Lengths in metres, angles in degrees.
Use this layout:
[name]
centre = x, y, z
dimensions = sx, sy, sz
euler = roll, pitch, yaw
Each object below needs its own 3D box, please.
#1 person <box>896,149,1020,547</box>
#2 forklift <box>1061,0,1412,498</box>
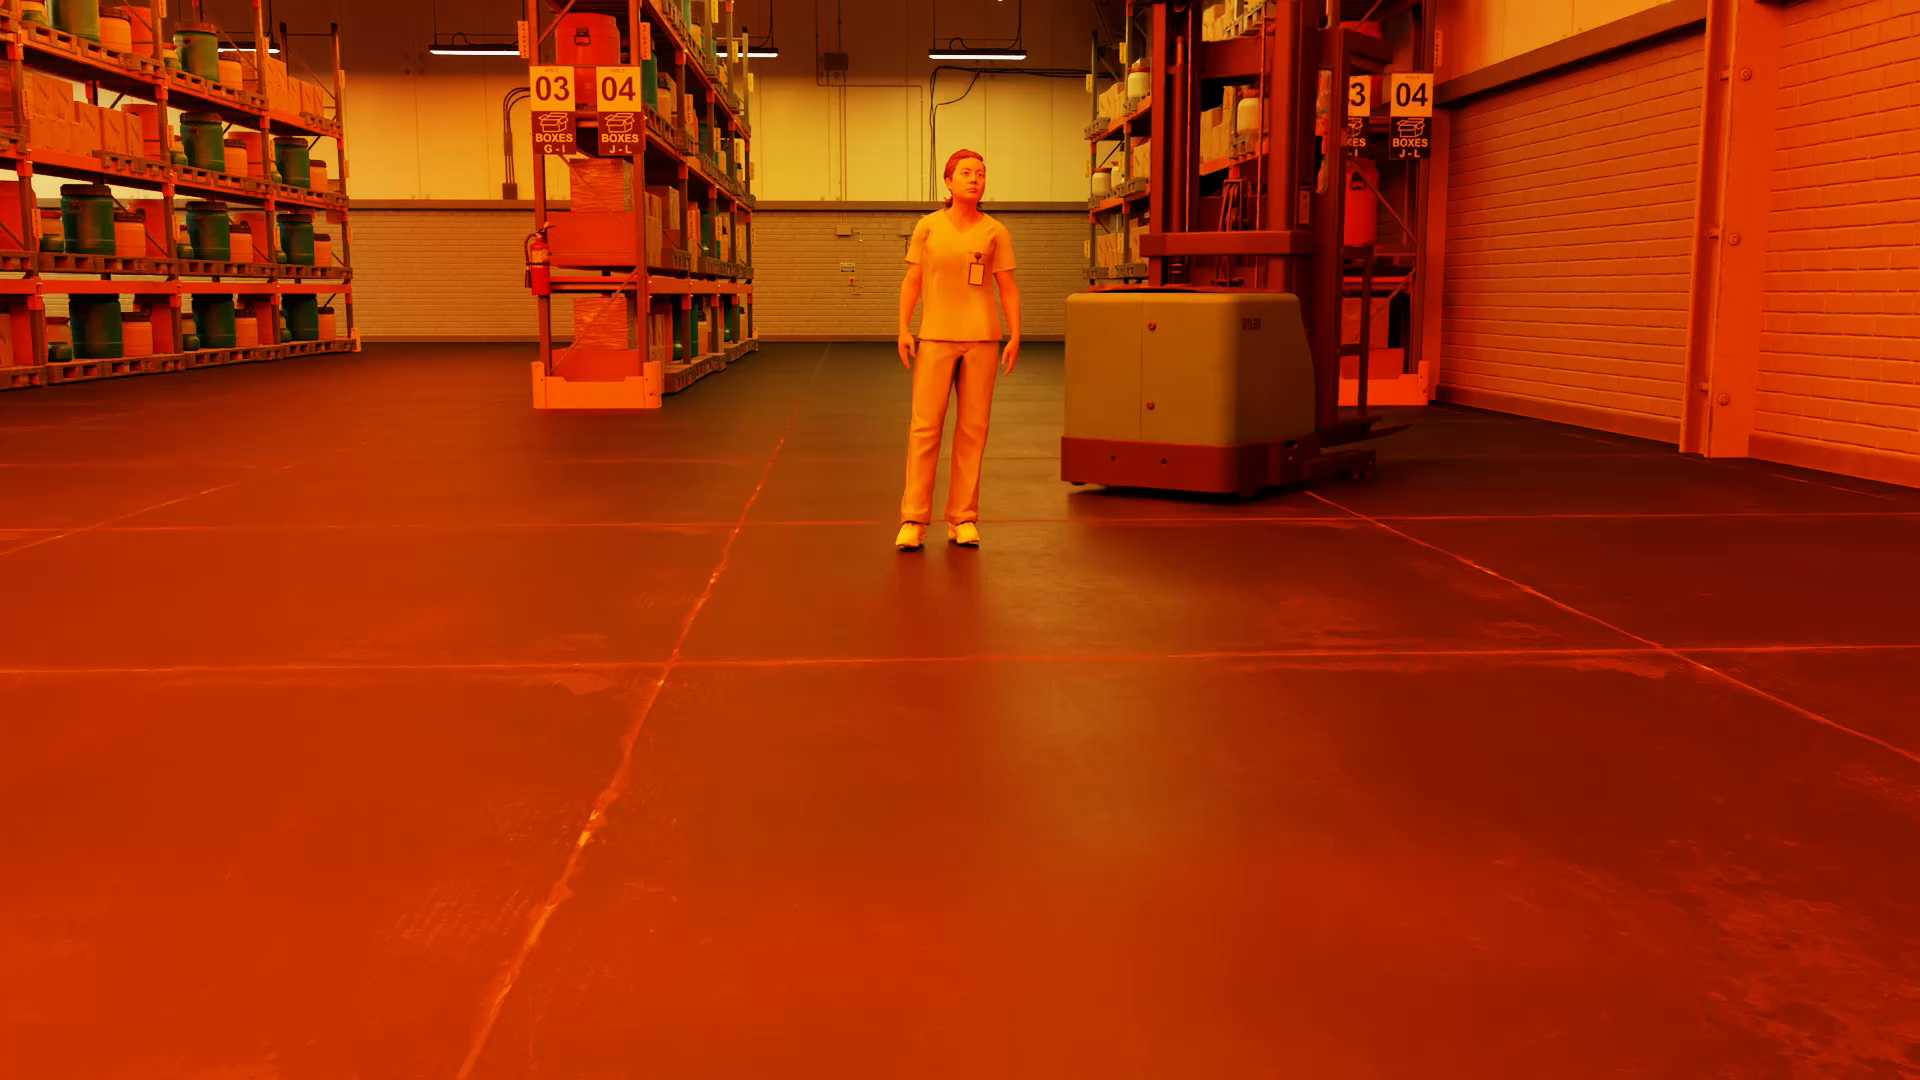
[person]
centre = -0.009, -0.824, 7.113
dimensions = 0.550, 1.674, 0.549
euler = -1, 8, -4
[forklift]
centre = 1.809, -1.835, 9.688
dimensions = 1.130, 2.935, 3.031
euler = 6, 10, 35
